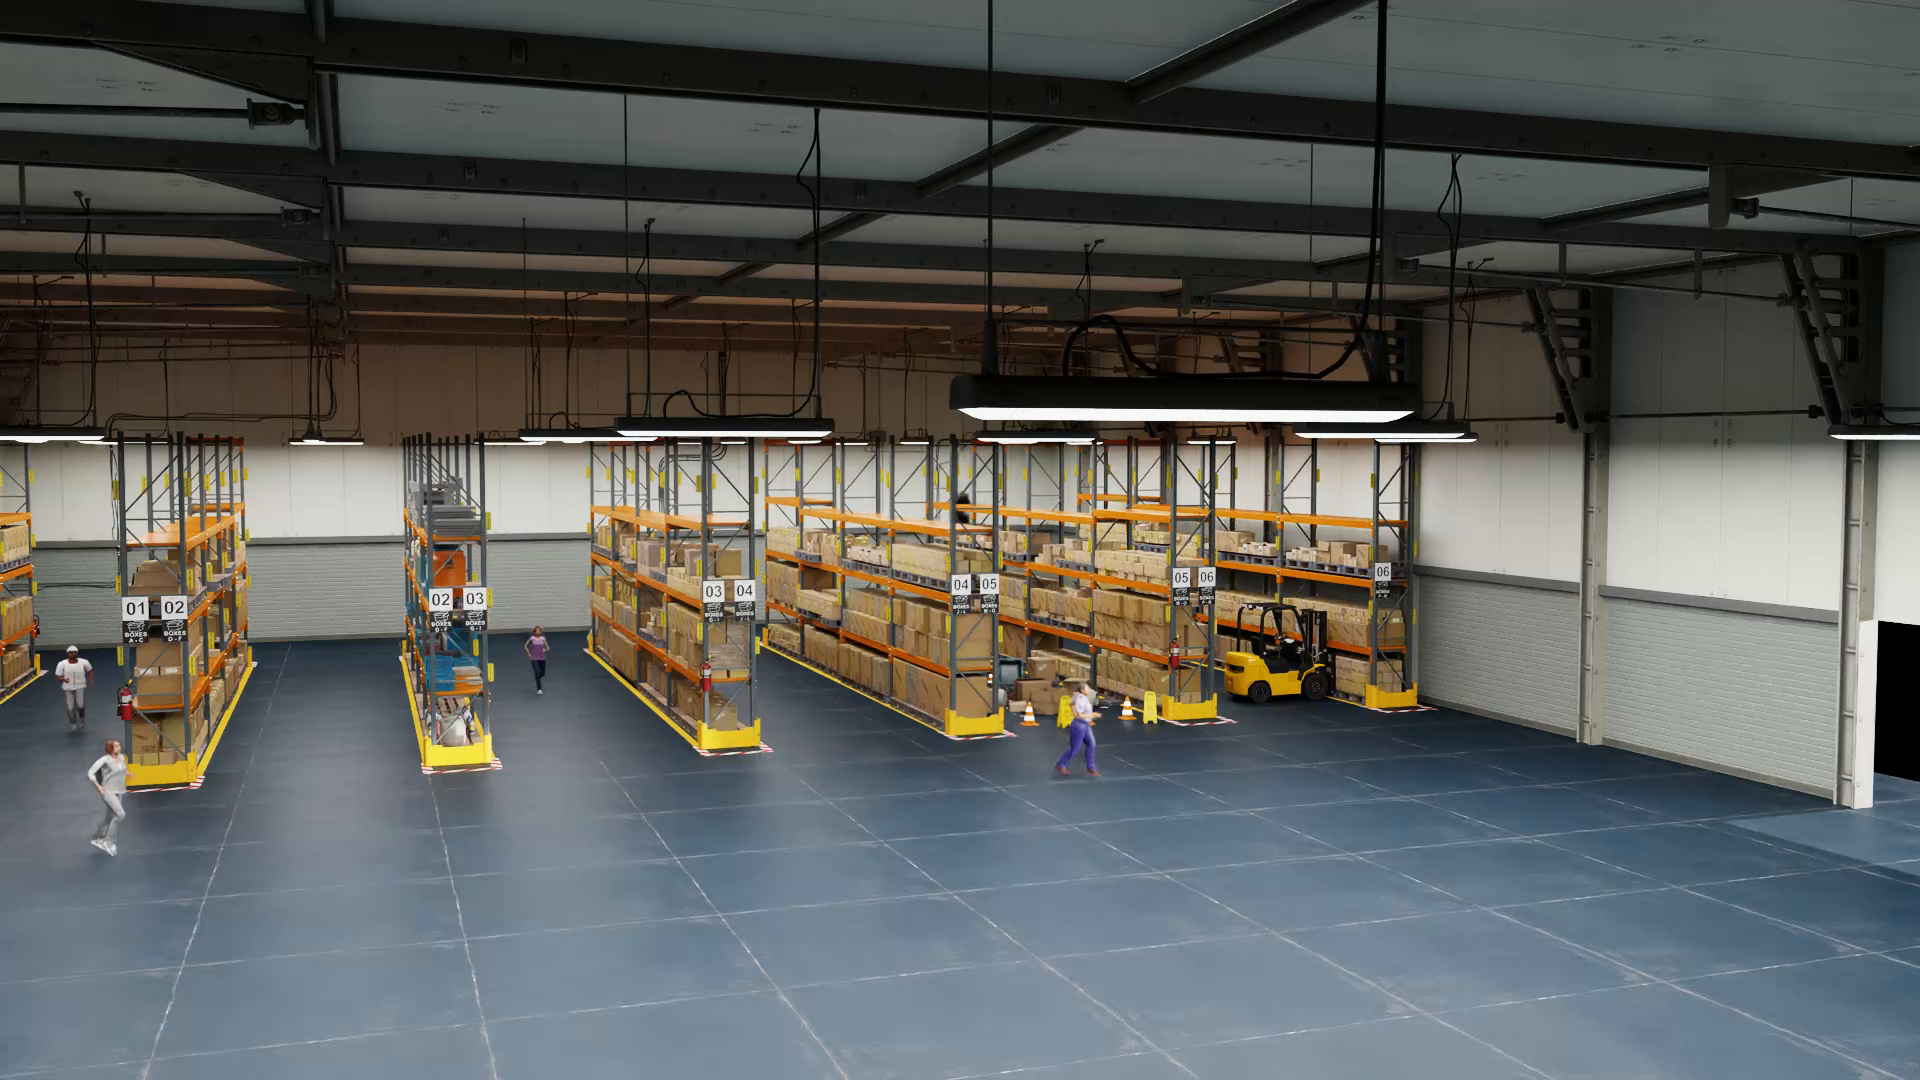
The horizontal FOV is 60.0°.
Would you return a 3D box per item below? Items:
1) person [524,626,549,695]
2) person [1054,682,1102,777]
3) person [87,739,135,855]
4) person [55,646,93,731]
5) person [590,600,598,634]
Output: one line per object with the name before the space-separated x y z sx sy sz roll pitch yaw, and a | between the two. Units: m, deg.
person | -9.841 2.786 38.710 0.547 1.569 0.813 -2 4 -29
person | 2.066 3.308 28.916 0.836 1.699 0.564 1 3 15
person | -11.997 3.631 23.526 0.660 1.647 0.539 1 3 10
person | -17.818 2.990 33.464 0.685 1.725 0.623 -2 4 -28
person | -10.452 2.151 48.467 0.847 1.826 0.656 0 3 3
